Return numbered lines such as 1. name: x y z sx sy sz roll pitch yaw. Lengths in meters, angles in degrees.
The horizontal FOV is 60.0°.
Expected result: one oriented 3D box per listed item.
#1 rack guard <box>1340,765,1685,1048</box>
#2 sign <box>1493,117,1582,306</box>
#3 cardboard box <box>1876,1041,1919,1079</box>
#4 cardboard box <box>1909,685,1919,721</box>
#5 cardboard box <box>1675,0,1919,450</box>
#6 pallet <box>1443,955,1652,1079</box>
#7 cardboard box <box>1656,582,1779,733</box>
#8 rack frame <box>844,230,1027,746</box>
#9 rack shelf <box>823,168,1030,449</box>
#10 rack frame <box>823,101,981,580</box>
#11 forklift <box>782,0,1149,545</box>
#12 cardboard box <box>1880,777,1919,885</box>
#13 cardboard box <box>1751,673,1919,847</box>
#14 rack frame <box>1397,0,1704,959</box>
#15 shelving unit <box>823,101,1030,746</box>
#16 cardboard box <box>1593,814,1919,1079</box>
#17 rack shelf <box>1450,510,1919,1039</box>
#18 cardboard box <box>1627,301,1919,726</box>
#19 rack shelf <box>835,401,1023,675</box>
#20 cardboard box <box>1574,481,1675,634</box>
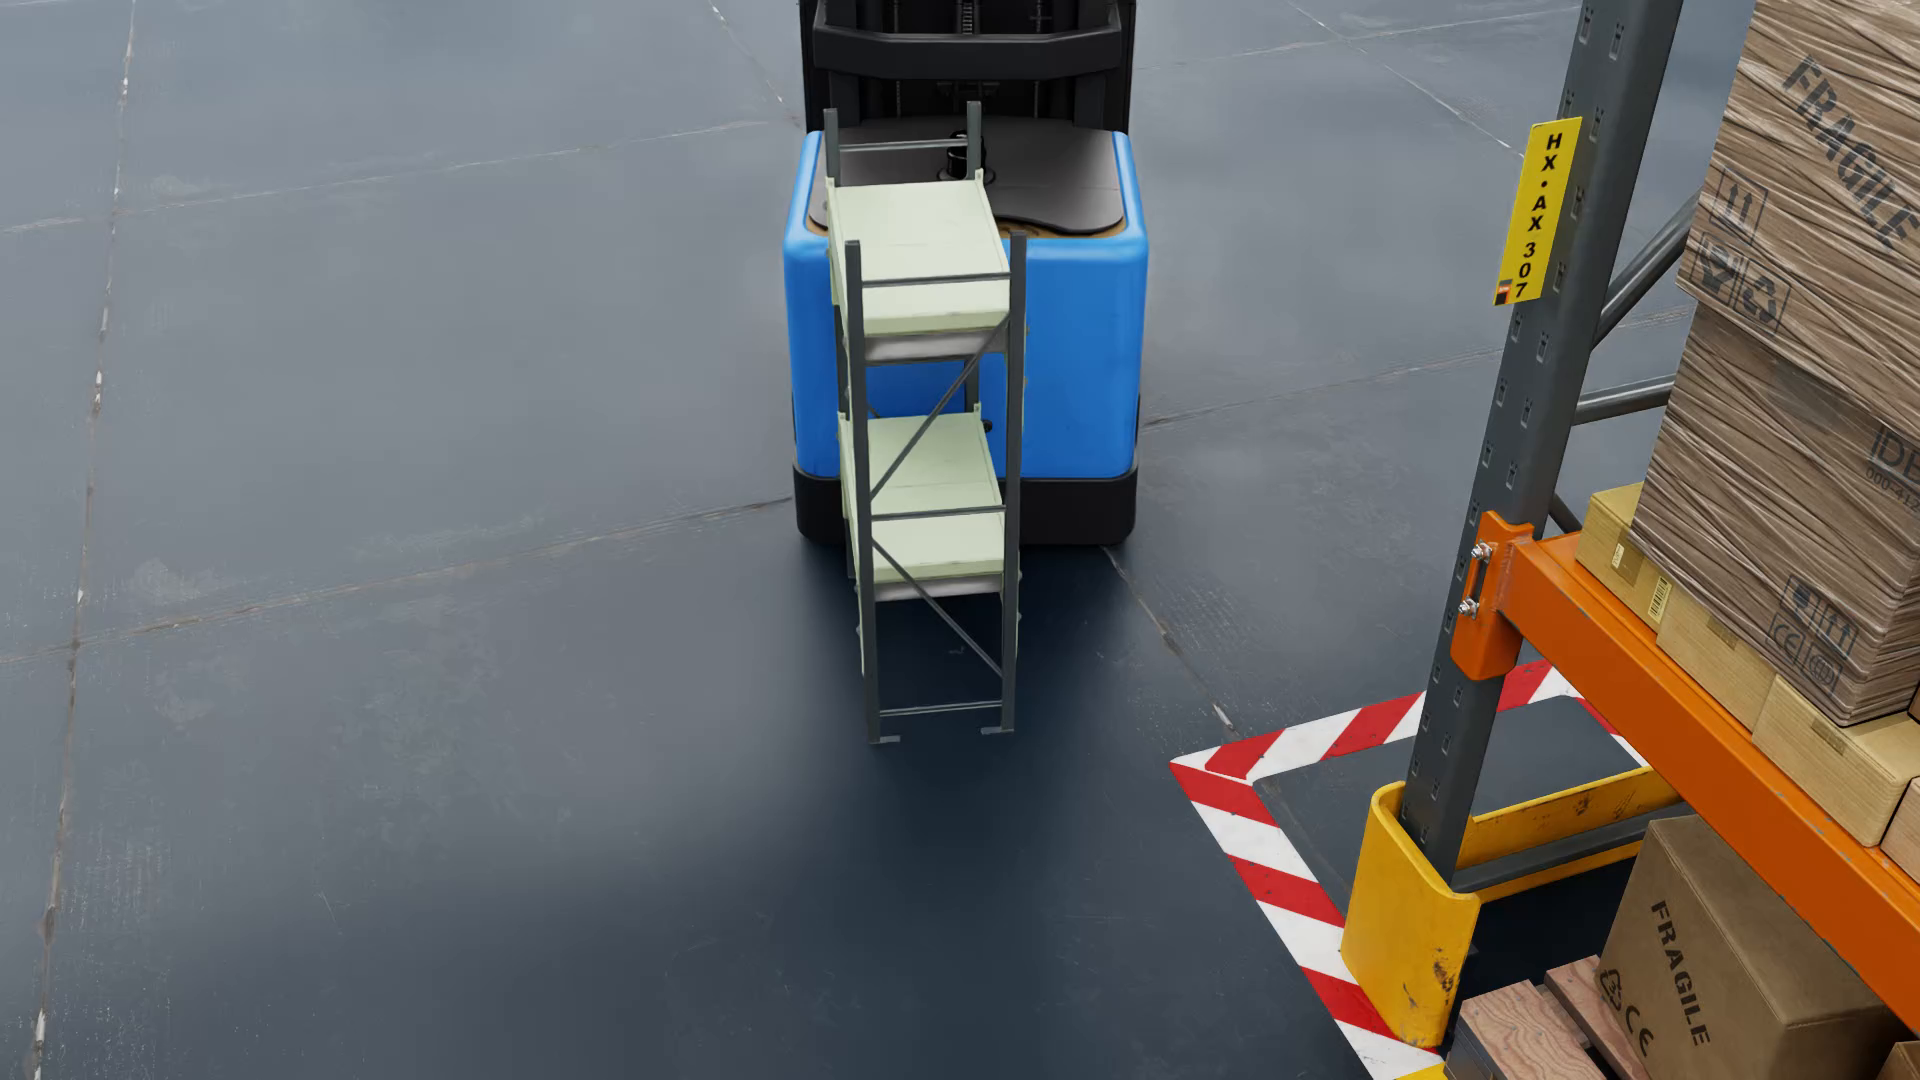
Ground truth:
1. rack guard: 1.492 0.735 3.858 1.175 0.500 0.348 -12 39 -16
2. sign: 0.957 -0.539 2.754 0.100 0.325 0.005 -12 39 -16
3. cardboard box: 1.903 1.211 2.877 0.500 0.500 0.500 -3 37 -4
4. cardboard box: 1.914 0.109 2.282 0.875 0.500 0.500 -12 39 -16
5. cardboard box: 1.400 -0.497 2.255 0.500 0.500 0.500 -12 39 -16
6. pallet: 1.739 1.317 3.326 1.003 0.211 1.213 -12 39 -16
7. cardboard box: 1.409 0.150 2.767 0.380 0.149 0.250 -12 39 -16
8. rack frame: -0.052 -0.063 4.087 0.400 1.500 0.023 -4 37 -6
9. rack shelf: -0.099 -0.593 4.142 0.431 0.370 0.720 -4 37 -6
10. rack frame: -0.146 -0.500 4.667 0.400 1.500 0.023 -4 37 -6
11. forklift: 0.026 -2.011 5.484 1.130 2.935 3.031 0 37 0
12. cardboard box: 1.586 0.431 2.393 0.380 0.149 0.250 -12 39 -16
13. cardboard box: 1.481 0.294 2.575 0.380 0.149 0.250 -12 39 -16
14. rack frame: 1.466 -0.306 3.163 1.000 3.000 0.127 -12 39 -16
15. shelving unit: -0.099 -0.281 4.377 0.431 1.500 0.755 -4 37 -6
16. cardboard box: 1.665 0.881 3.316 0.500 0.500 0.500 -6 37 -7
17. rack shelf: 2.155 1.111 1.880 1.077 0.370 4.000 -12 39 -16
18. cardboard box: 1.630 -0.148 2.624 0.875 0.500 0.500 -12 39 -16
19. rack shelf: -0.099 -0.021 4.573 0.431 0.370 0.720 -4 37 -6
20. cardboard box: 1.341 0.005 2.960 0.380 0.149 0.250 -12 39 -16
